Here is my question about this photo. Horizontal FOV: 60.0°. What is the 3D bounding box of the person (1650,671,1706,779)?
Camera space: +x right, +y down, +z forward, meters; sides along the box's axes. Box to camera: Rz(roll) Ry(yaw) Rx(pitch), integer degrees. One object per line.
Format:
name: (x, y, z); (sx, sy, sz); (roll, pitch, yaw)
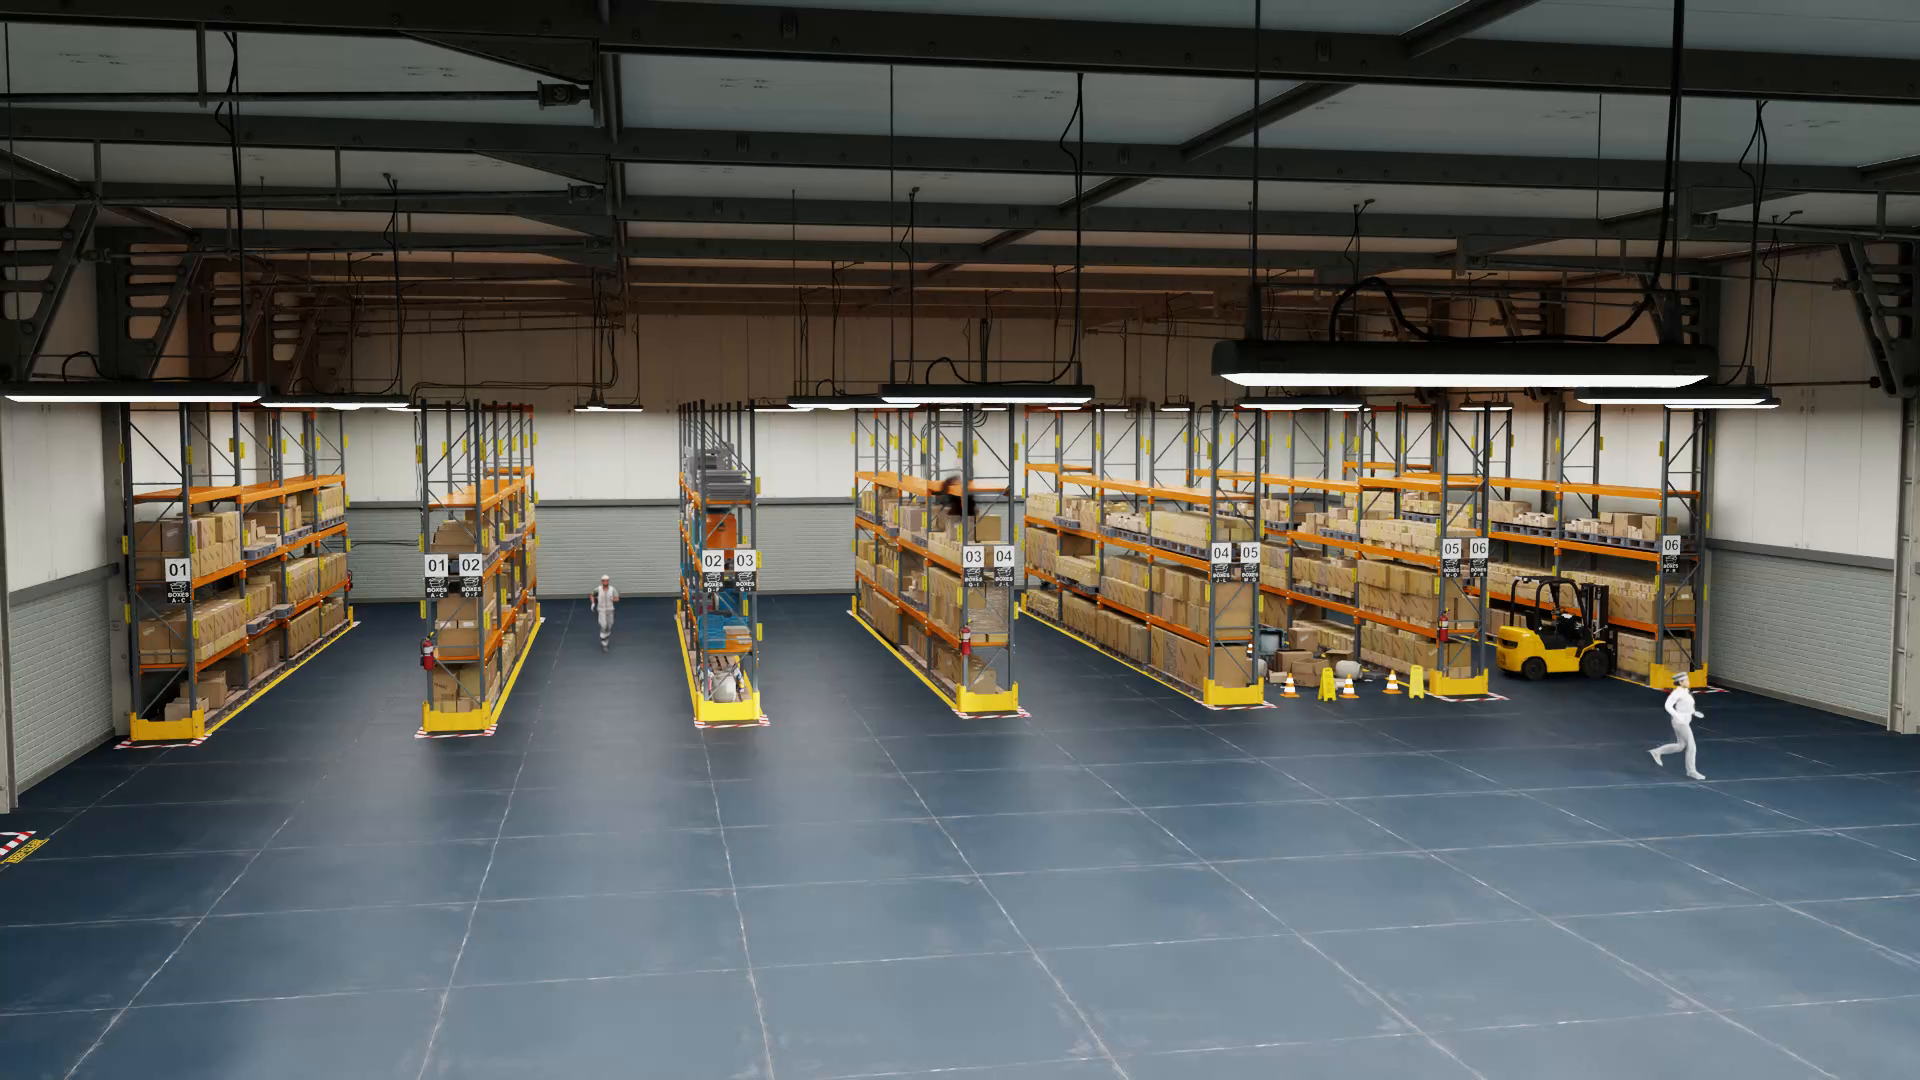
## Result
person: (11.372, 2.910, 26.320); (0.843, 1.696, 0.618); (3, 5, 32)

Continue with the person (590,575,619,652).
person: (-8.615, 1.764, 40.405); (0.652, 1.829, 0.872); (-2, 5, -25)

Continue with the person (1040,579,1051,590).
person: (2.582, 1.145, 49.848); (0.787, 1.623, 0.510); (-1, 4, -16)

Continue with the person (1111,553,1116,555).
person: (4.340, 1.284, 47.231); (0.673, 1.826, 0.913); (-1, 4, -15)
